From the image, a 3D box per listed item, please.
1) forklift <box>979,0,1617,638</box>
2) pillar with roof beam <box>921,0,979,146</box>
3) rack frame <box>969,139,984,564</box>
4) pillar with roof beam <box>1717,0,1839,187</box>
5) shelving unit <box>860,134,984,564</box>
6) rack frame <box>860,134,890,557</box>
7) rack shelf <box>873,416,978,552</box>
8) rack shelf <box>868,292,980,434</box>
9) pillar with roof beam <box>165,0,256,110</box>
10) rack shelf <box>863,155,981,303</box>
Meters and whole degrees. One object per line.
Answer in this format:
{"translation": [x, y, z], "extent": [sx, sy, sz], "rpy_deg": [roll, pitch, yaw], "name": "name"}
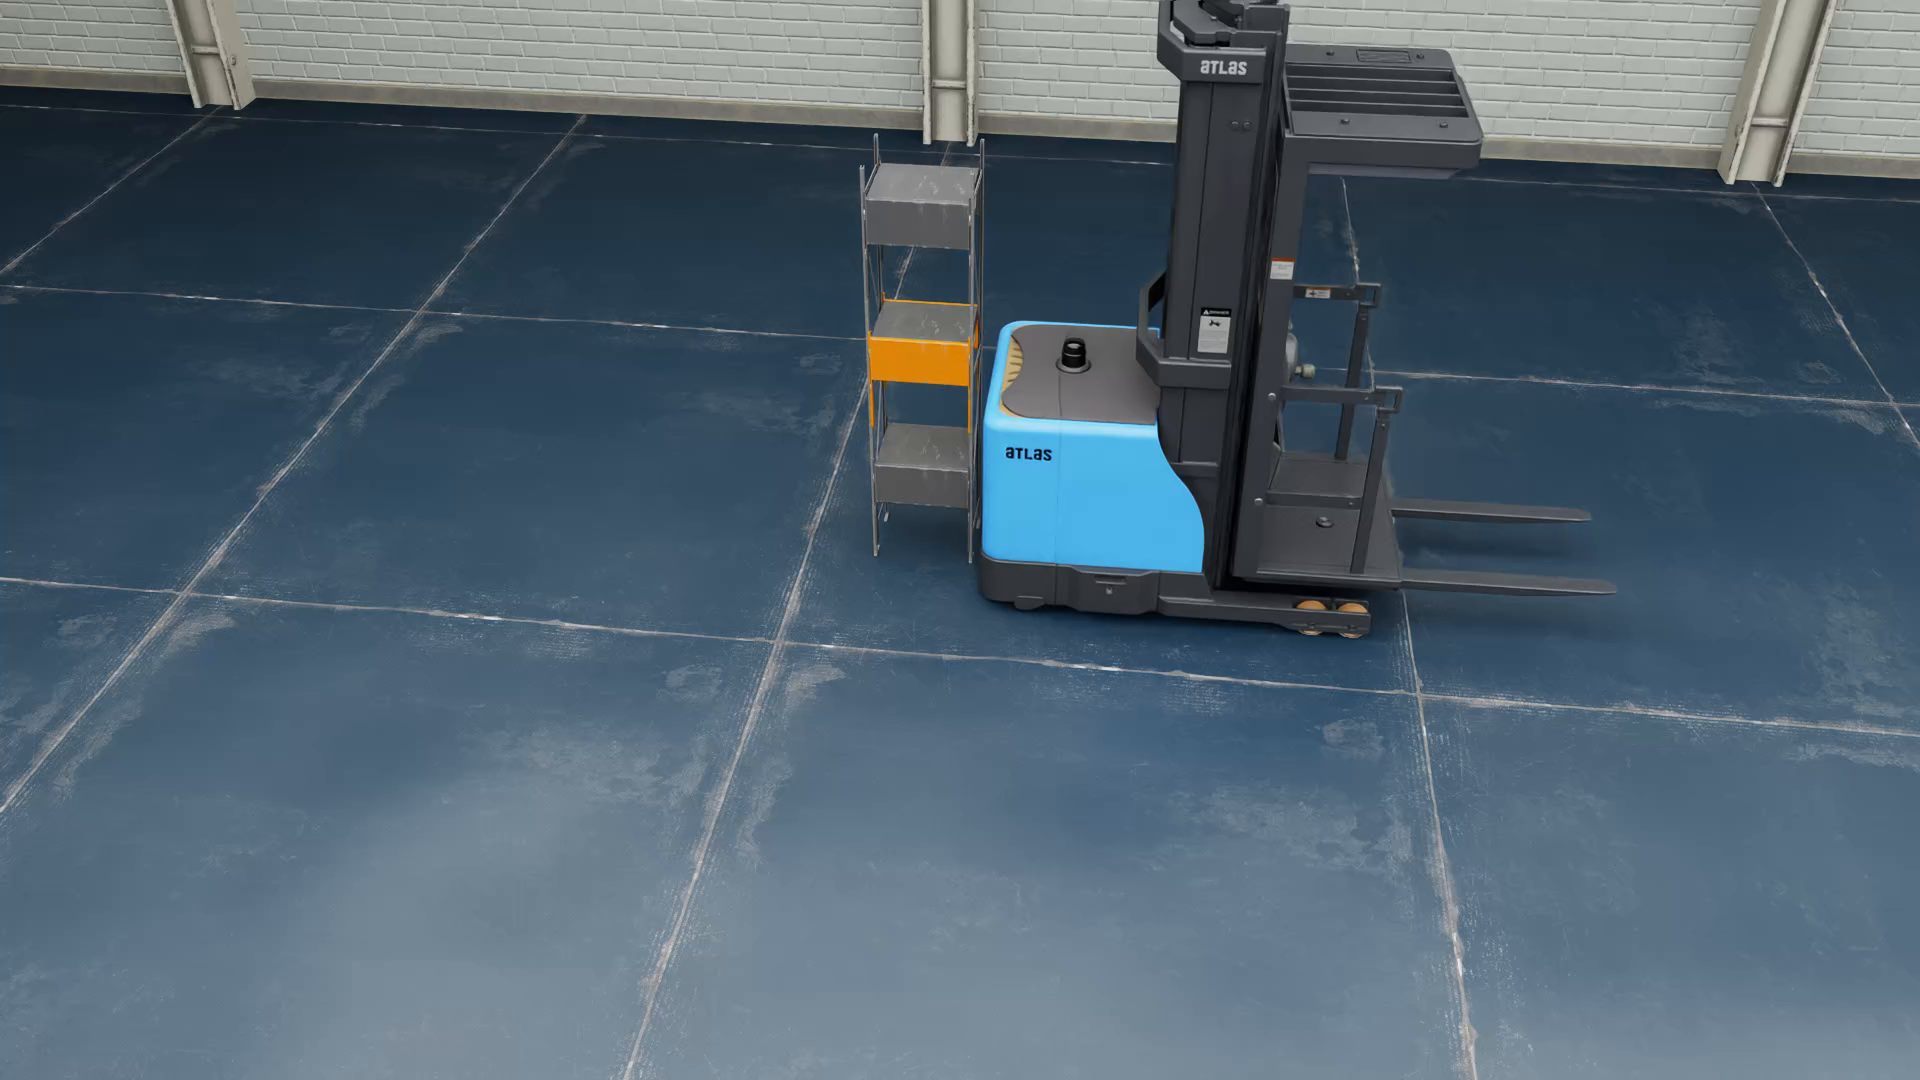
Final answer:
{"translation": [1.647, -1.052, 7.558], "extent": [3.031, 2.935, 1.130], "rpy_deg": [4, 36, 5], "name": "forklift"}
{"translation": [-0.619, -4.335, 6.935], "extent": [0.400, 9.000, 9.100], "rpy_deg": [4, 36, 6], "name": "pillar with roof beam"}
{"translation": [0.078, -0.849, 7.989], "extent": [0.015, 2.100, 0.400], "rpy_deg": [4, 36, 6], "name": "rack frame"}
{"translation": [5.332, -3.891, 6.313], "extent": [0.400, 9.000, 9.100], "rpy_deg": [4, 36, 6], "name": "pillar with roof beam"}
{"translation": [-0.164, -0.867, 8.014], "extent": [0.503, 2.100, 0.431], "rpy_deg": [4, 36, 6], "name": "shelving unit"}
{"translation": [-0.406, -0.885, 8.040], "extent": [0.015, 2.100, 0.400], "rpy_deg": [4, 36, 6], "name": "rack frame"}
{"translation": [-0.164, -0.286, 8.429], "extent": [0.480, 0.518, 0.431], "rpy_deg": [4, 36, 6], "name": "rack shelf"}
{"translation": [-0.164, -0.856, 8.022], "extent": [0.480, 0.518, 0.431], "rpy_deg": [4, 36, 6], "name": "rack shelf"}
{"translation": [-6.570, -4.779, 7.557], "extent": [0.400, 9.000, 9.100], "rpy_deg": [4, 36, 6], "name": "pillar with roof beam"}
{"translation": [-0.164, -1.426, 7.616], "extent": [0.480, 0.518, 0.431], "rpy_deg": [4, 36, 6], "name": "rack shelf"}
